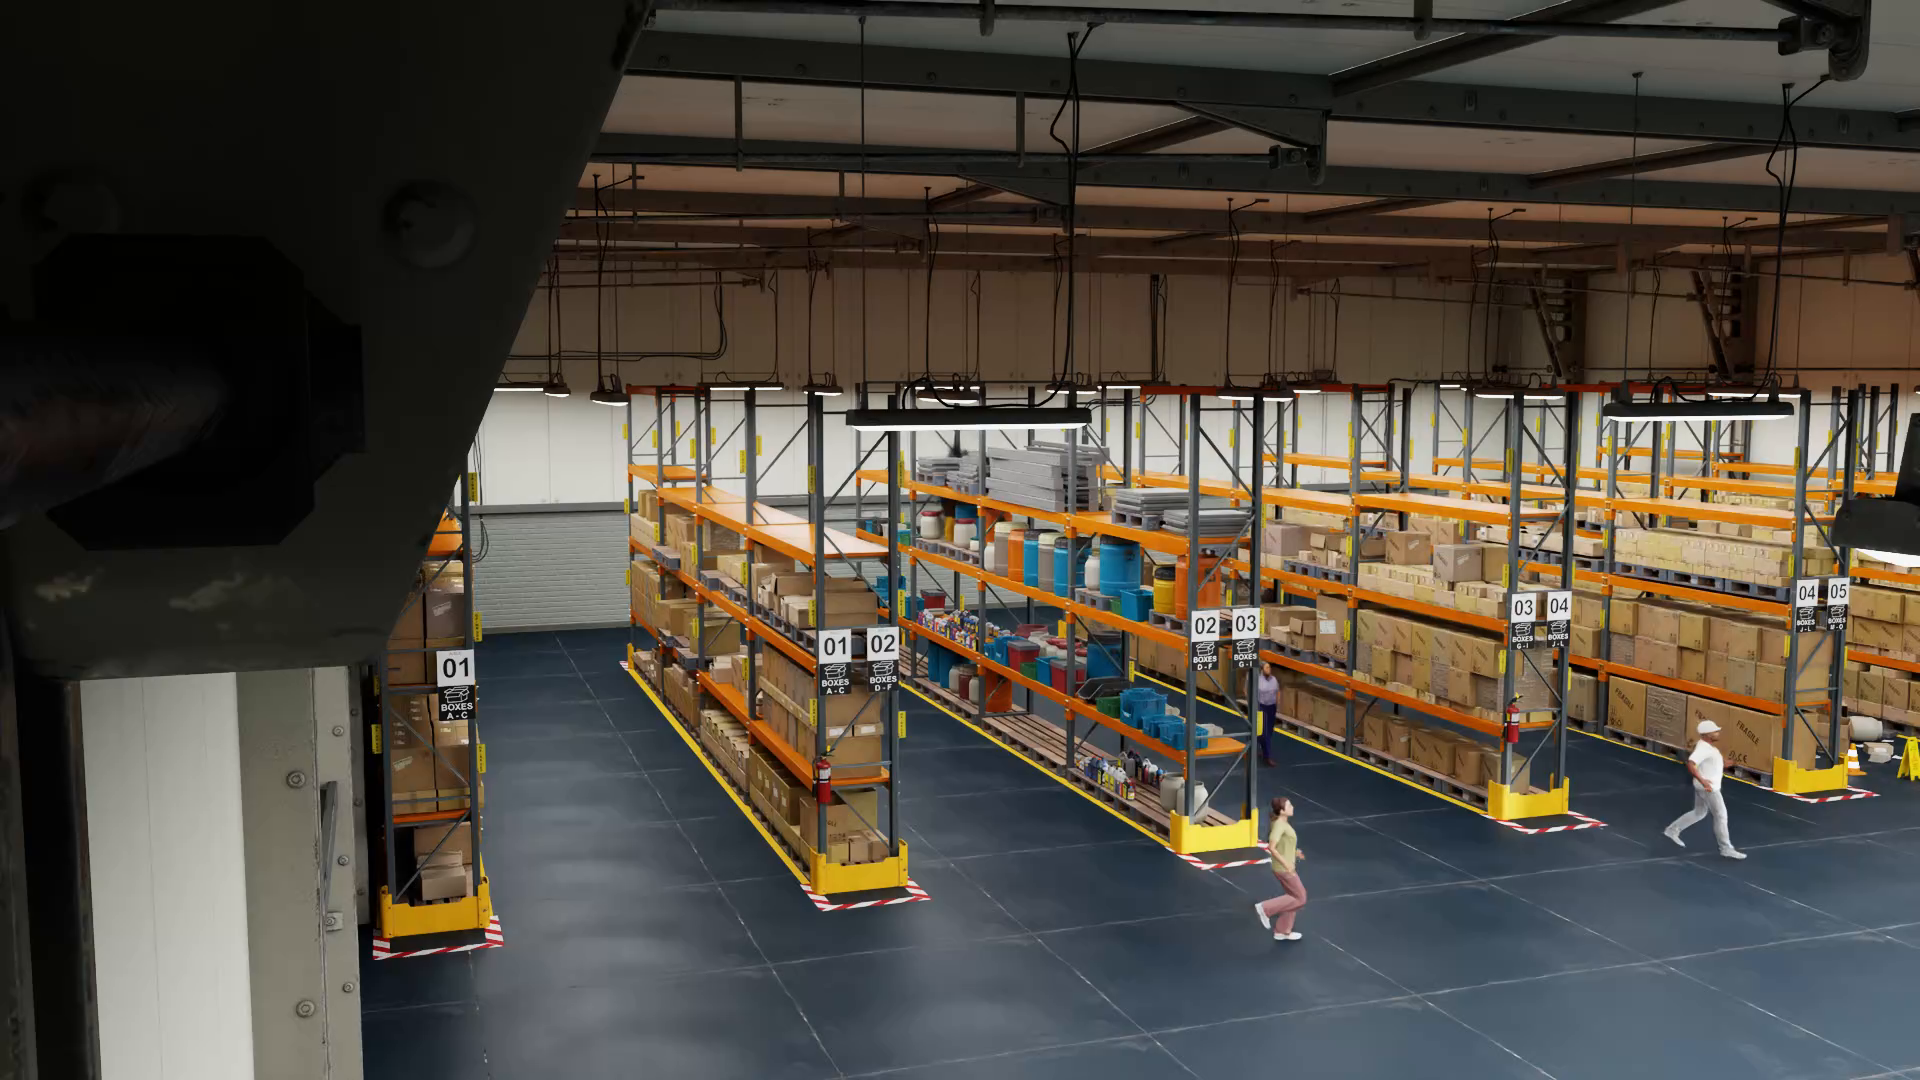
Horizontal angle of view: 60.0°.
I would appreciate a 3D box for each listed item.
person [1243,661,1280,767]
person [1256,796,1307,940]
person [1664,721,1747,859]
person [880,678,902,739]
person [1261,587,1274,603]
[{"bbox_3d":[4.889,2.754,26.710,0.617,1.649,0.837,-3,7,-26],"label":"person"},{"bbox_3d":[3.563,3.632,18.438,0.558,1.620,0.596,1,6,7],"label":"person"},{"bbox_3d":[9.677,3.203,21.530,0.988,1.753,0.701,2,6,18],"label":"person"},{"bbox_3d":[-1.305,2.520,28.679,0.647,1.719,0.943,-4,7,-33],"label":"person"},{"bbox_3d":[7.764,1.192,41.590,0.564,1.702,0.801,3,7,28],"label":"person"}]
